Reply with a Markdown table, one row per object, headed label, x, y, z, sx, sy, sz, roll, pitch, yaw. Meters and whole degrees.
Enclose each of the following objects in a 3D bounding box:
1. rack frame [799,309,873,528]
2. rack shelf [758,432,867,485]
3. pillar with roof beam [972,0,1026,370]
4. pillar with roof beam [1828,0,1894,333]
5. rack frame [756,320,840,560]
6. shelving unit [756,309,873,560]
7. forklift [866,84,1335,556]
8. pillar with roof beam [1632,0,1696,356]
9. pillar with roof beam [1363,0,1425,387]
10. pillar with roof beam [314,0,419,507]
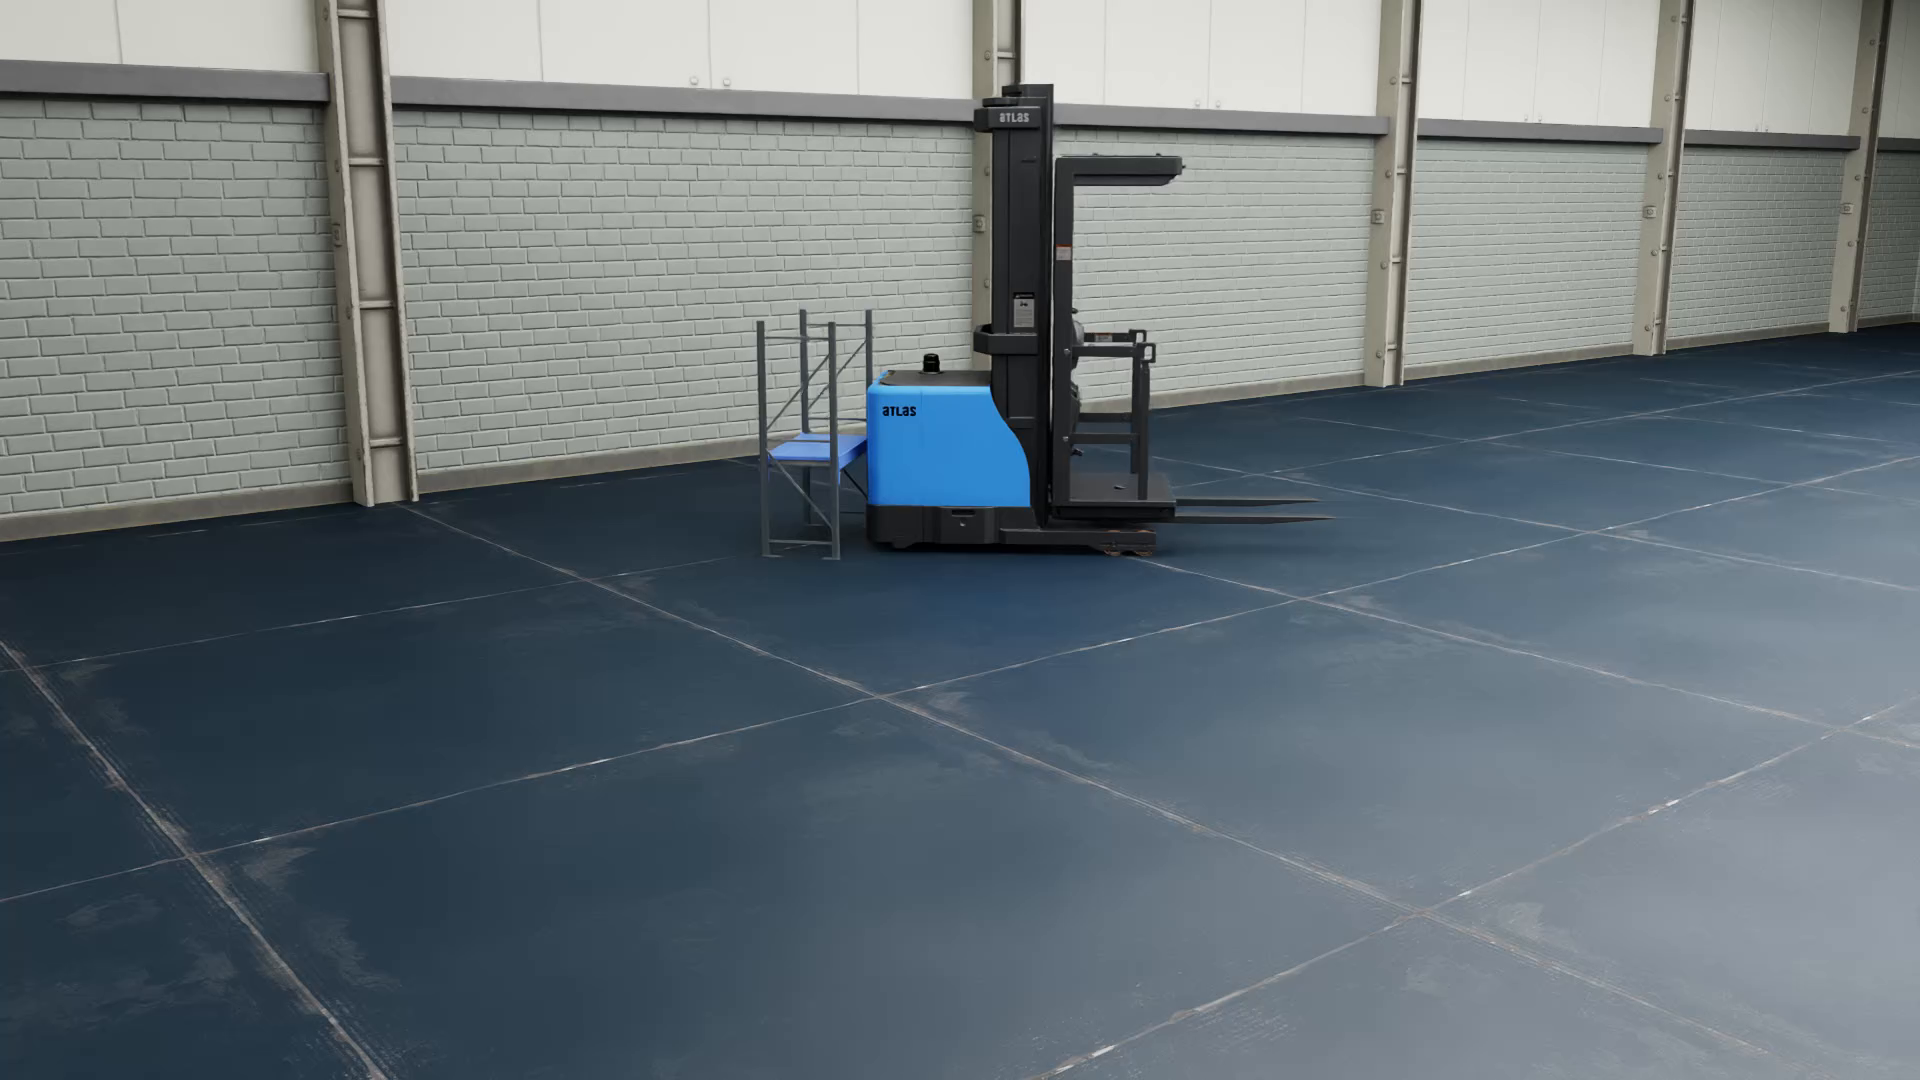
| label | x | y | z | sx | sy | sz | roll | pitch | yaw |
| --- | --- | --- | --- | --- | --- | --- | --- | --- | --- |
| rack frame | -0.842 | -0.826 | 11.410 | 0.500 | 1.500 | 0.032 | 2 | 12 | 10 |
| rack shelf | -0.928 | -0.546 | 10.957 | 0.538 | 0.185 | 1.000 | 2 | 12 | 10 |
| pillar with roof beam | 3.051 | -4.778 | 11.967 | 0.400 | 9.000 | 9.100 | -9 | 15 | -38 |
| pillar with roof beam | 17.106 | -7.114 | 22.967 | 0.400 | 9.000 | 9.100 | -9 | 15 | -38 |
| rack frame | -1.014 | -0.618 | 10.430 | 0.500 | 1.500 | 0.032 | 2 | 12 | 10 |
| shelving unit | -0.928 | -0.722 | 10.920 | 0.538 | 1.500 | 1.048 | 2 | 12 | 10 |
| forklift | 0.924 | -1.444 | 10.874 | 3.031 | 2.935 | 1.130 | 1 | 12 | 3 |
| pillar with roof beam | 12.421 | -6.335 | 19.300 | 0.400 | 9.000 | 9.100 | -9 | 15 | -38 |
| pillar with roof beam | 7.736 | -5.557 | 15.634 | 0.400 | 9.000 | 9.100 | -9 | 15 | -38 |
| pillar with roof beam | -1.634 | -4.000 | 8.301 | 0.400 | 9.000 | 9.100 | -9 | 15 | -38 |
